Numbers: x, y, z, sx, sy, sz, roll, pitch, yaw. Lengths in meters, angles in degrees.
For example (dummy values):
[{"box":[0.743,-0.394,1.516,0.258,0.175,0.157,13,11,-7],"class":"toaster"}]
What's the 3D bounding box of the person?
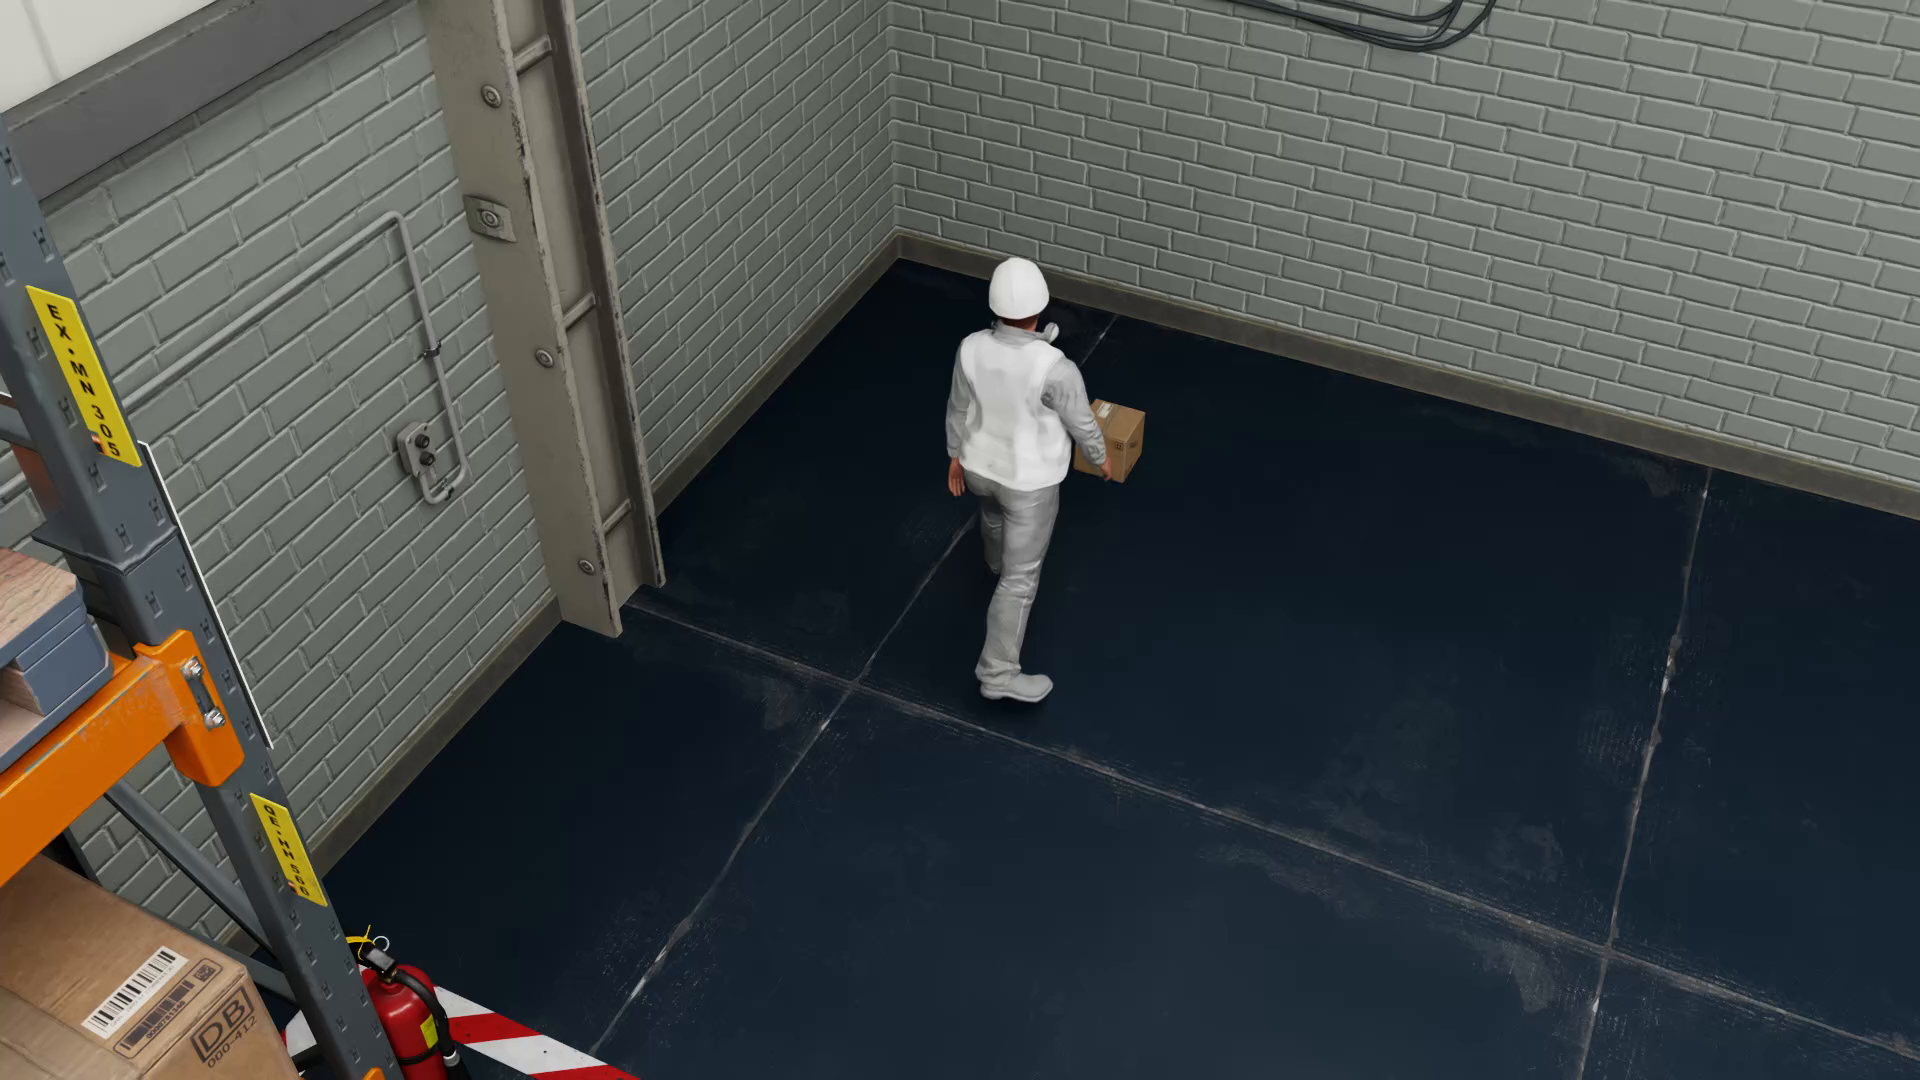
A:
[{"box":[0.246,-0.282,6.478,0.714,1.731,0.980,26,48,26],"class":"person"}]
